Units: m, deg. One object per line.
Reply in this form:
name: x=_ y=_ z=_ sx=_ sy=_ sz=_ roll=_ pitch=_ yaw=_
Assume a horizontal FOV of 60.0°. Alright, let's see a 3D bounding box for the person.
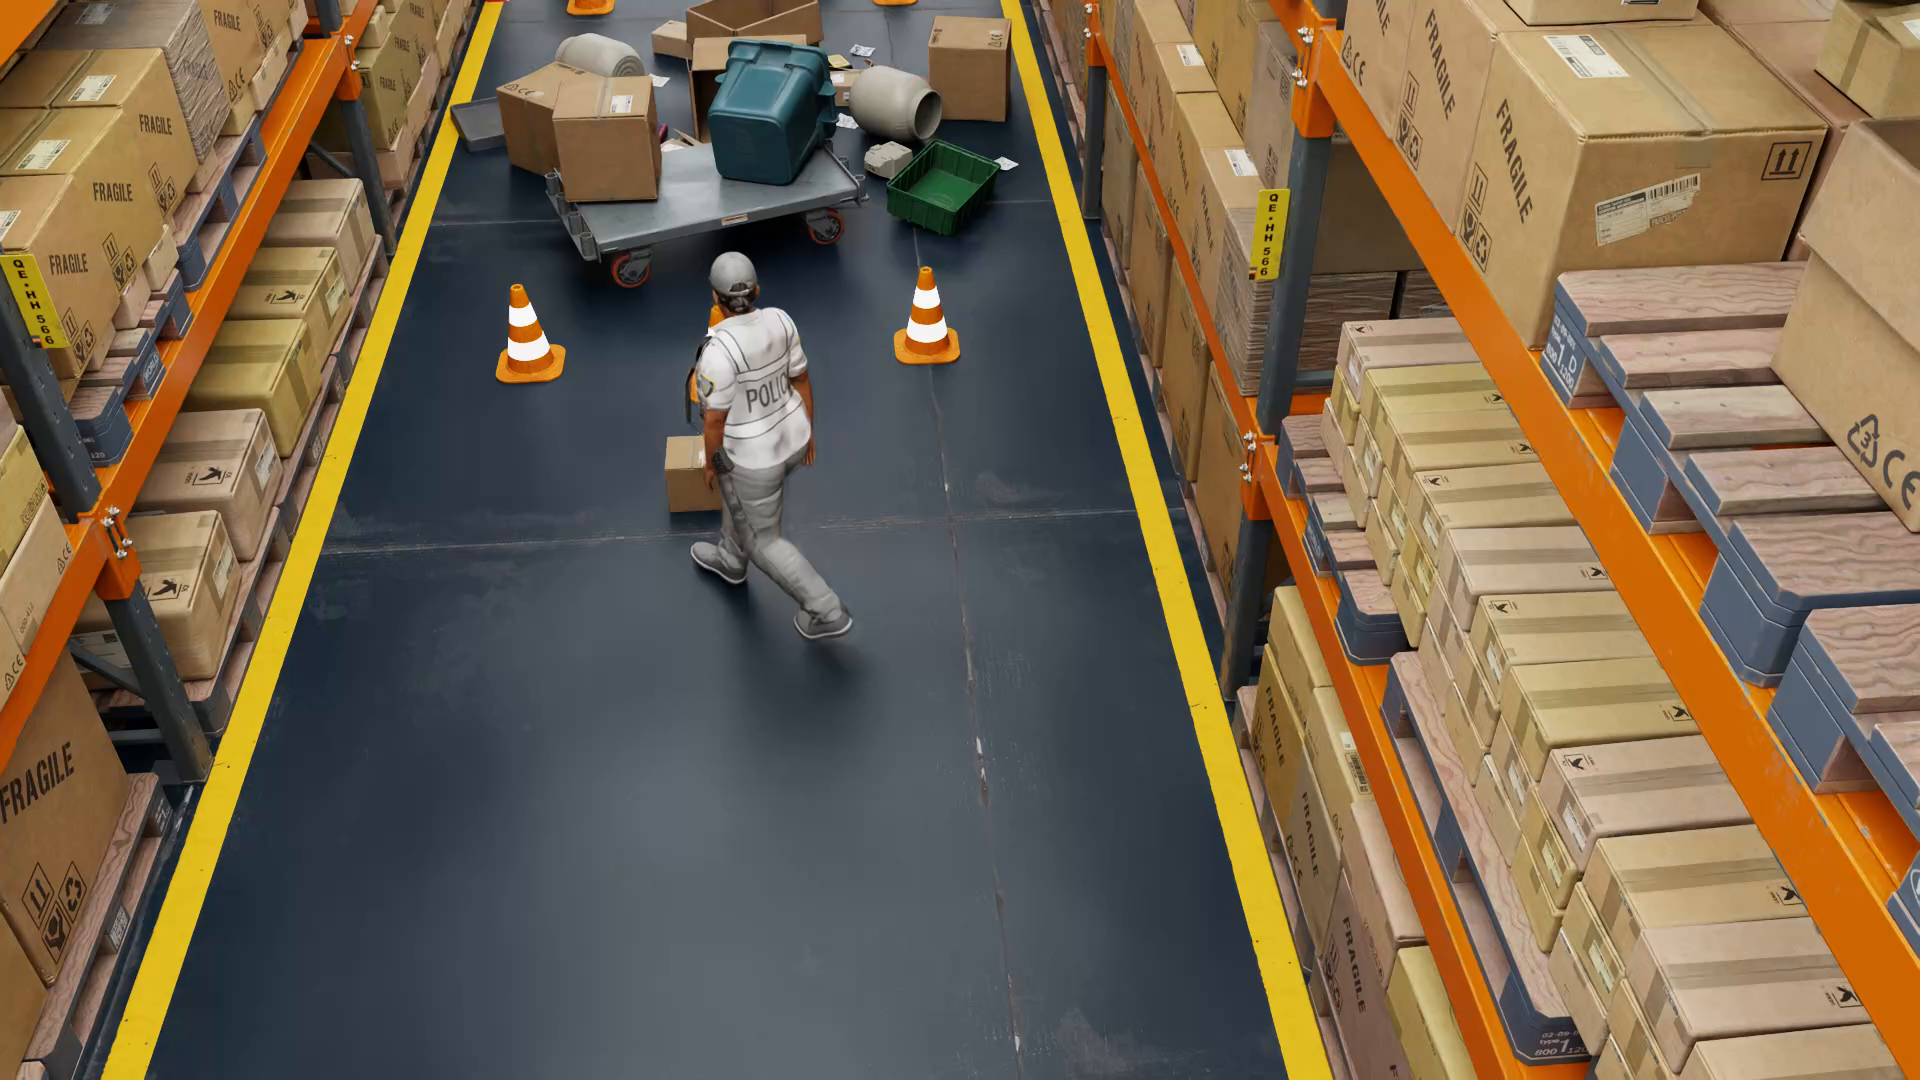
person: x=-0.794 y=-0.375 z=6.620 sx=0.943 sy=1.623 sz=0.484 roll=20 pitch=43 yaw=23
